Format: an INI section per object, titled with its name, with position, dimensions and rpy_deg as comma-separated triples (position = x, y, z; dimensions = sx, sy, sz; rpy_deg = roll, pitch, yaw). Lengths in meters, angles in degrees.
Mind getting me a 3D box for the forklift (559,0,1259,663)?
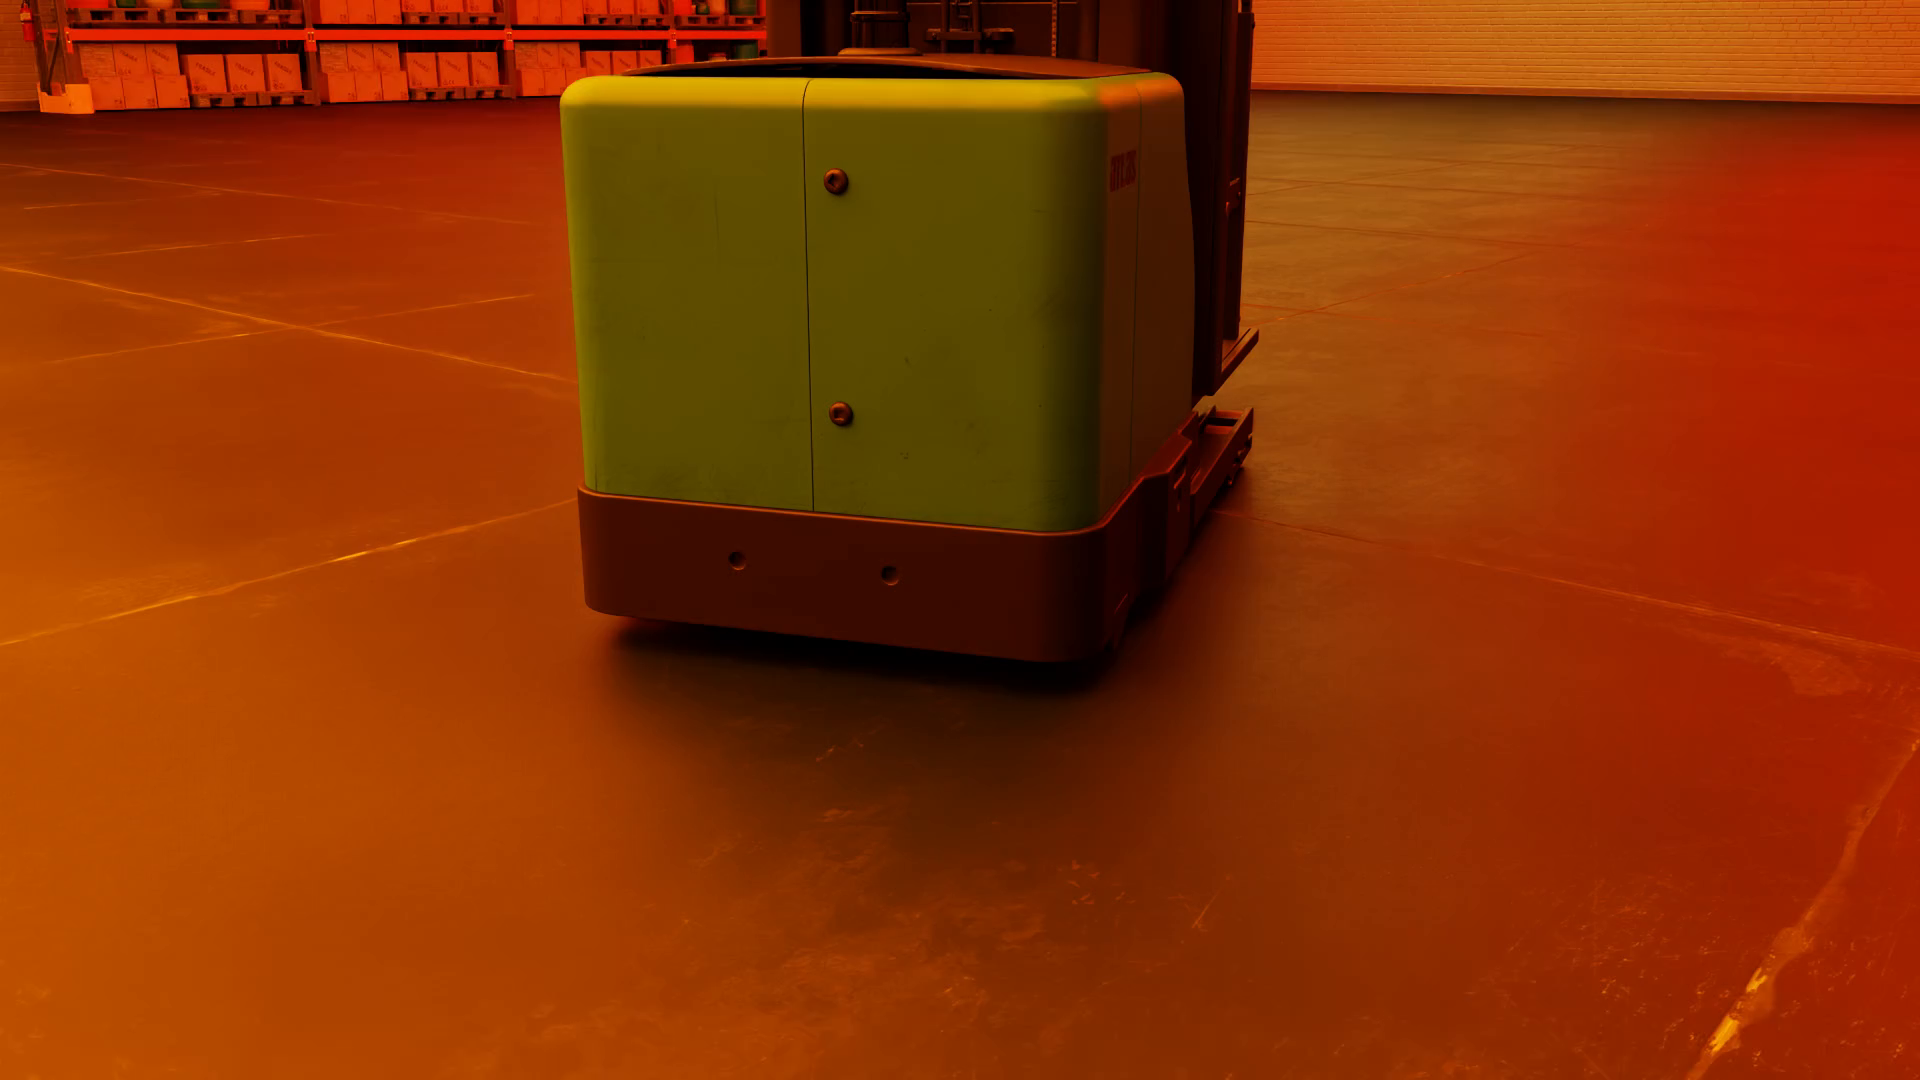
[forklift]
position = 0.182, -1.571, 4.072
dimensions = 1.130, 2.935, 3.031
rpy_deg = 5, 18, 17
